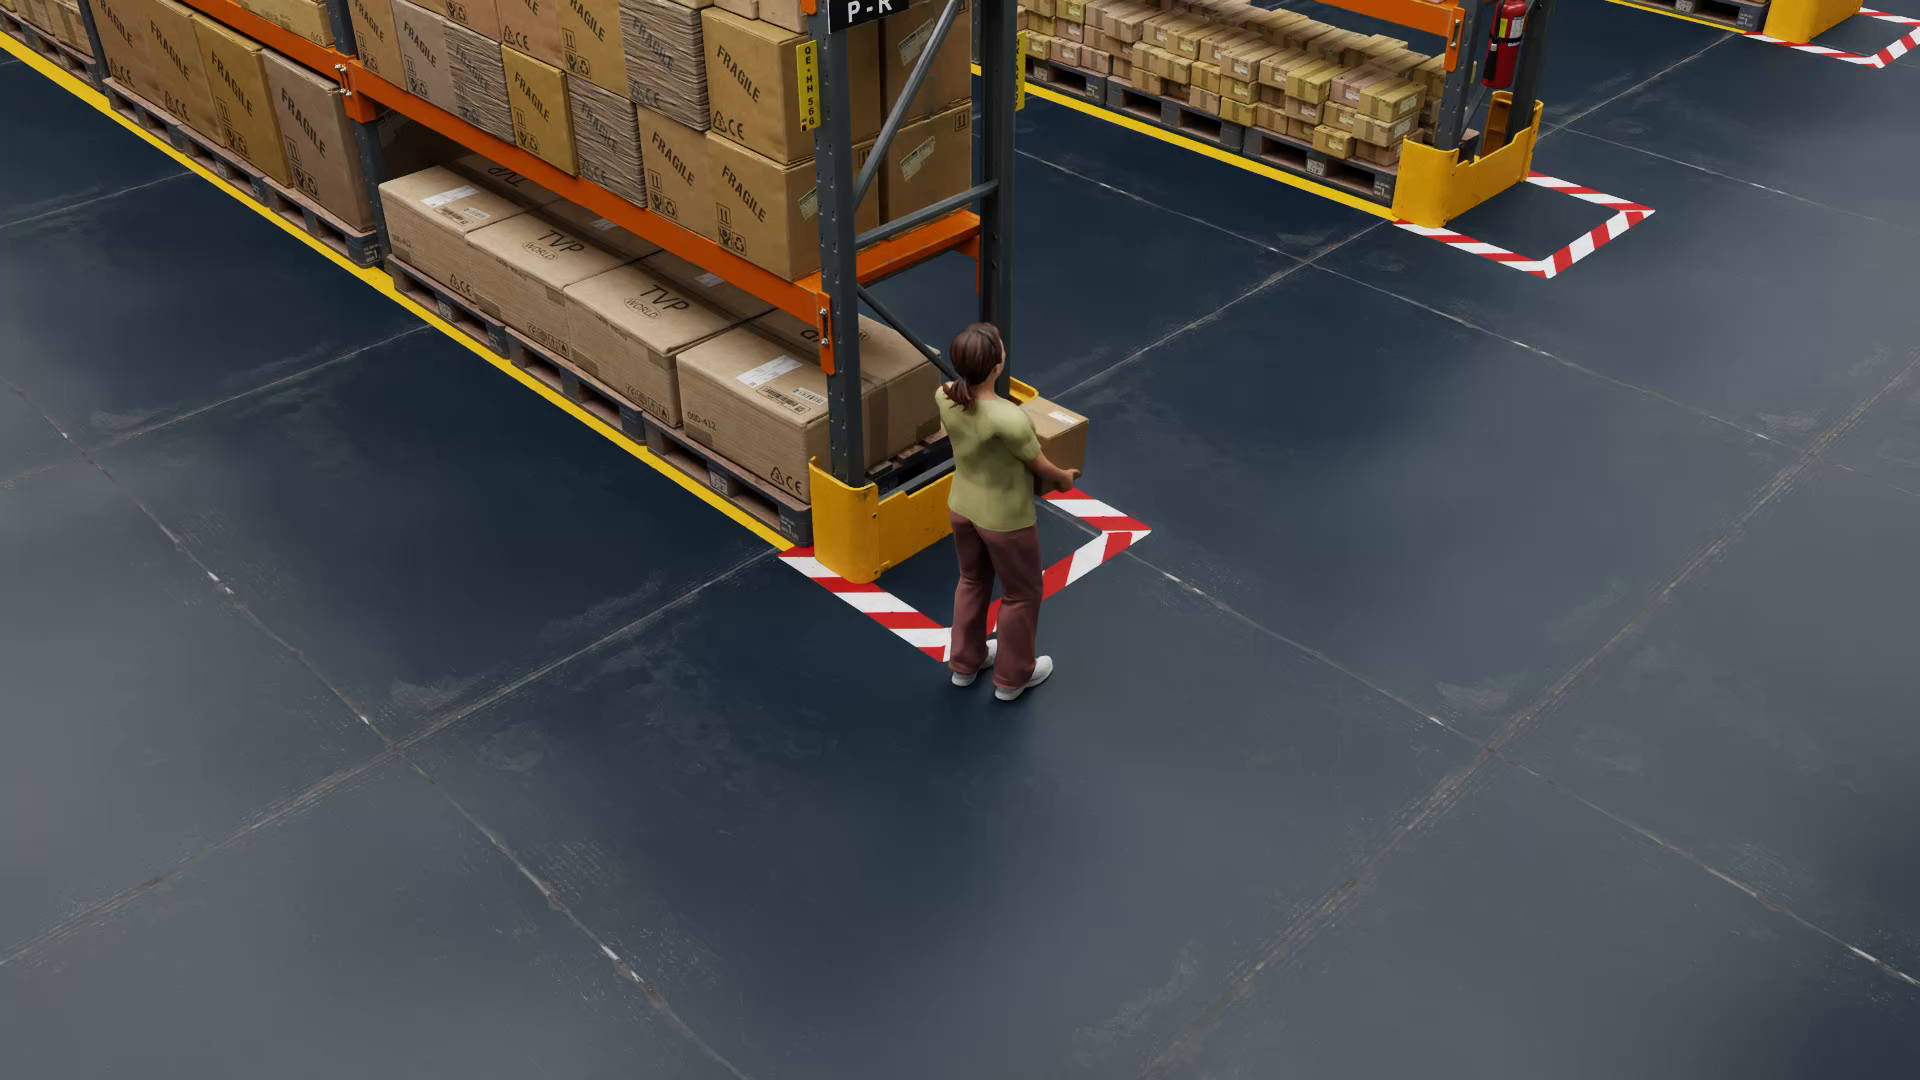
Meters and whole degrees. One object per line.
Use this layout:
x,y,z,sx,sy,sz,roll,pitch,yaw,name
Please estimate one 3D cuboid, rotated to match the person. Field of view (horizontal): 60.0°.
0.163,-0.123,6.329,0.428,1.662,0.559,28,44,33,person
